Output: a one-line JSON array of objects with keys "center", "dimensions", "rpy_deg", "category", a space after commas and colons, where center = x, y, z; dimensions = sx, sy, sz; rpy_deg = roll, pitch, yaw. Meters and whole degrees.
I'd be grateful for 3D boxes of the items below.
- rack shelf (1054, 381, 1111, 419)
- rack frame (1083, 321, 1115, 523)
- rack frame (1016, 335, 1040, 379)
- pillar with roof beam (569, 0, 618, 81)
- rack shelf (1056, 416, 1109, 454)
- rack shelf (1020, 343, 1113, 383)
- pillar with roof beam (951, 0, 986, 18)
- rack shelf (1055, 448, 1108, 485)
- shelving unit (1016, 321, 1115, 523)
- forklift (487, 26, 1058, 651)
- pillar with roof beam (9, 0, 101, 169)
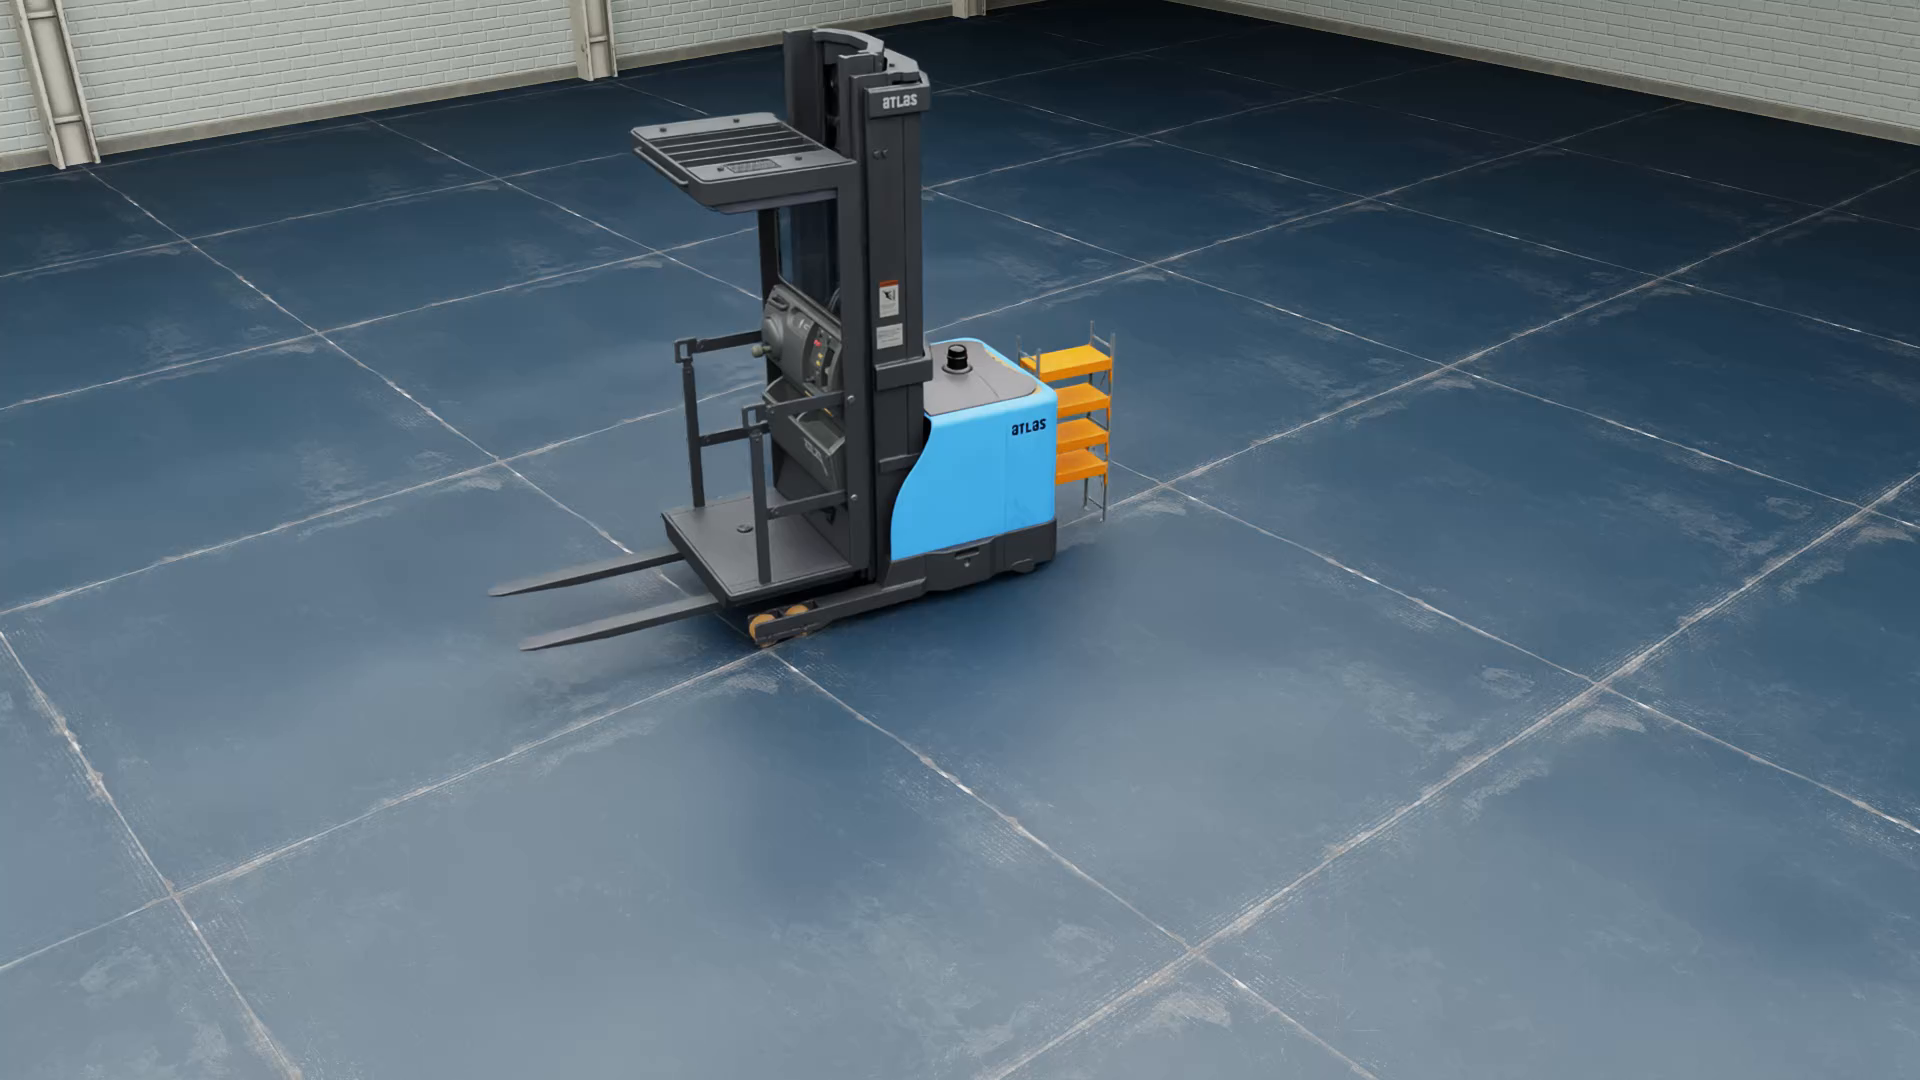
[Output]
[{"center": [0.598, -0.764, 9.575], "dimensions": [0.480, 0.148, 0.258], "rpy_deg": [-14, 31, -24], "category": "rack shelf"}, {"center": [0.813, -0.680, 9.749], "dimensions": [0.015, 1.200, 0.240], "rpy_deg": [-14, 31, -24], "category": "rack frame"}, {"center": [0.382, -0.573, 9.548], "dimensions": [0.015, 1.200, 0.240], "rpy_deg": [-14, 31, -24], "category": "rack frame"}, {"center": [-1.647, -8.106, 15.370], "dimensions": [0.400, 9.000, 9.100], "rpy_deg": [-22, 35, -35], "category": "pillar with roof beam"}, {"center": [0.598, -0.567, 9.681], "dimensions": [0.480, 0.148, 0.258], "rpy_deg": [-14, 31, -24], "category": "rack shelf"}, {"center": [0.598, -0.973, 9.464], "dimensions": [0.480, 0.148, 0.258], "rpy_deg": [-14, 31, -24], "category": "rack shelf"}, {"center": [2.918, -9.941, 18.804], "dimensions": [0.400, 9.000, 9.100], "rpy_deg": [-22, 35, -35], "category": "pillar with roof beam"}, {"center": [0.598, -0.392, 9.774], "dimensions": [0.480, 0.148, 0.258], "rpy_deg": [-14, 31, -24], "category": "rack shelf"}, {"center": [0.598, -0.626, 9.649], "dimensions": [0.503, 1.200, 0.258], "rpy_deg": [-14, 31, -24], "category": "shelving unit"}, {"center": [-1.002, -1.021, 8.551], "dimensions": [3.031, 2.935, 1.130], "rpy_deg": [-14, 31, -24], "category": "forklift"}, {"center": [-6.211, -6.270, 11.935], "dimensions": [0.400, 9.000, 9.100], "rpy_deg": [-22, 35, -35], "category": "pillar with roof beam"}]
